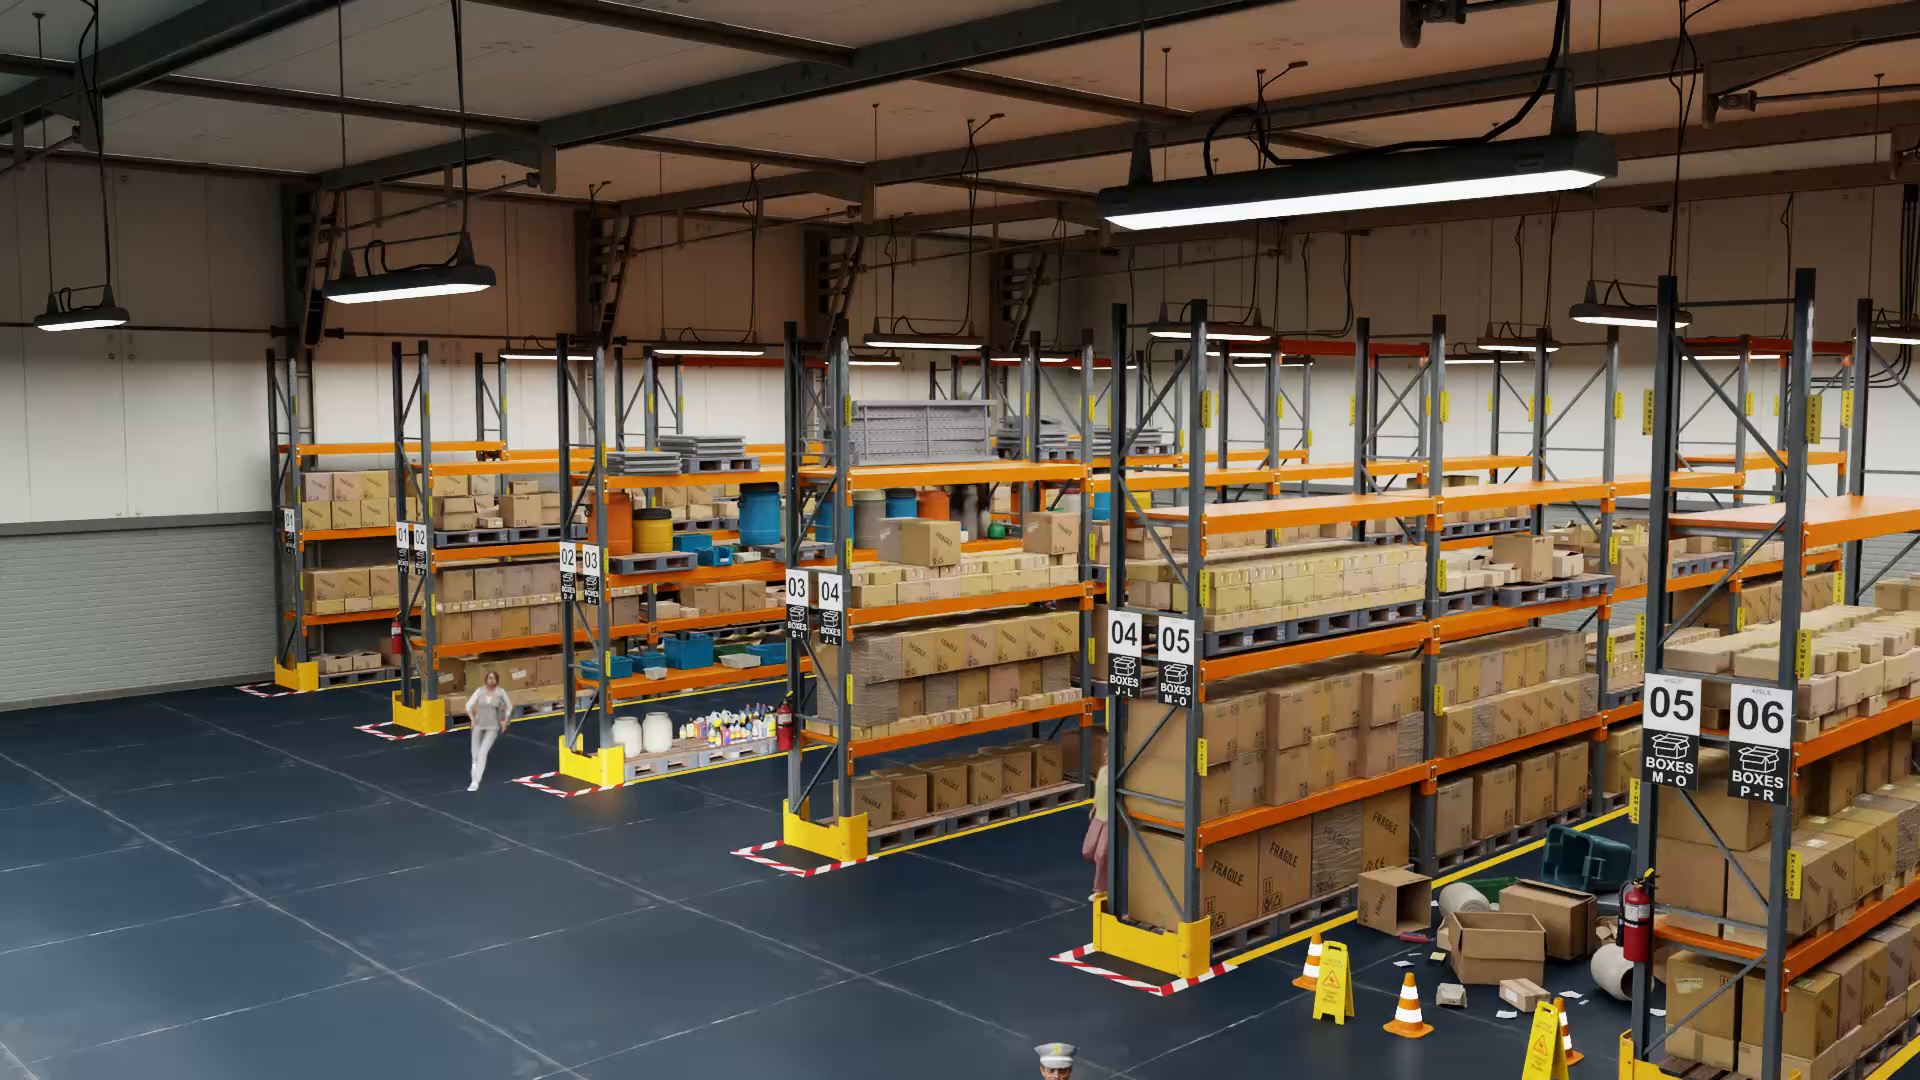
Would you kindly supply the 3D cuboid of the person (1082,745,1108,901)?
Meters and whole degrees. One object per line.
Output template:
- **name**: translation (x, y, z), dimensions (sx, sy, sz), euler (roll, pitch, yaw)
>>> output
- **person**: translation (1.531, 2.893, 17.085), dimensions (0.605, 1.603, 0.530), euler (5, 7, 44)

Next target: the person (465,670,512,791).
- **person**: translation (-6.240, 2.497, 22.013), dimensions (0.598, 1.529, 0.750), euler (-1, 5, -8)

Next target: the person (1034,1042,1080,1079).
- **person**: translation (0.546, 3.548, 9.062), dimensions (0.558, 1.662, 0.587), euler (0, 5, 5)
